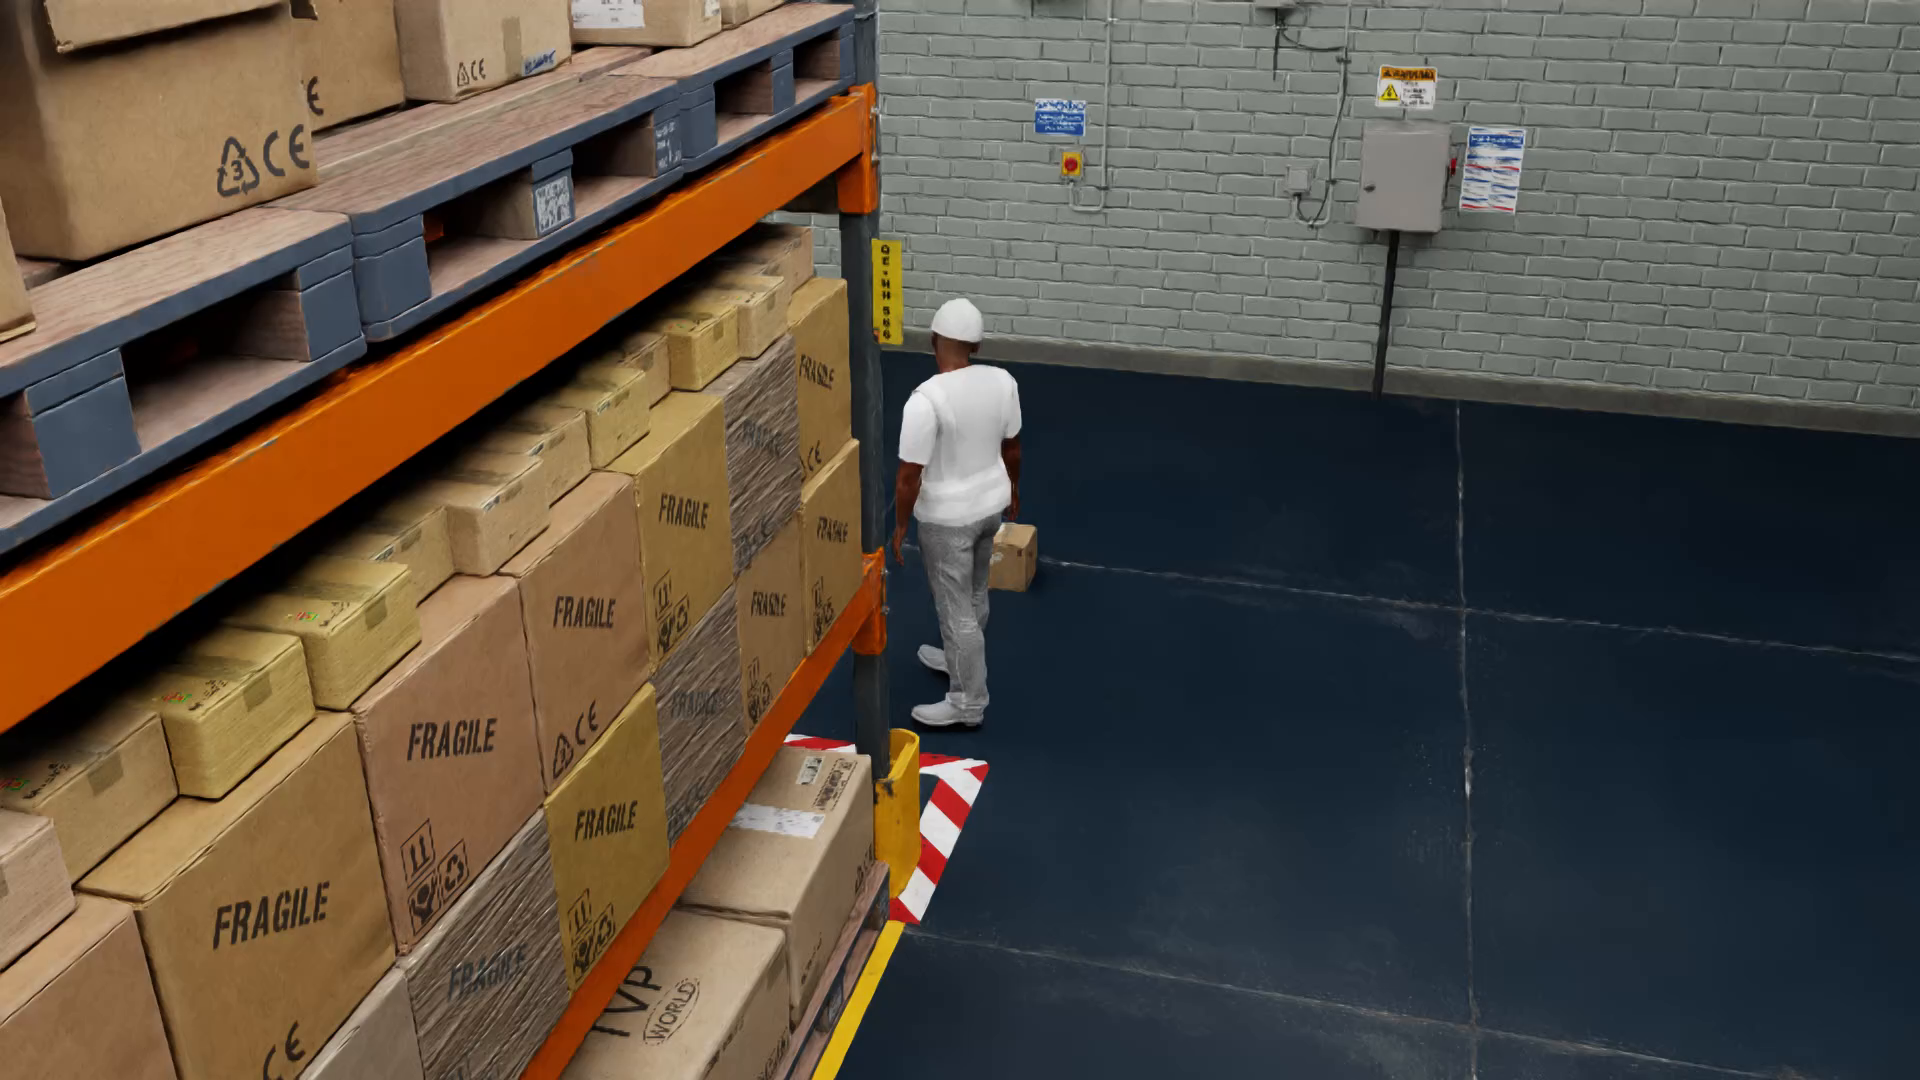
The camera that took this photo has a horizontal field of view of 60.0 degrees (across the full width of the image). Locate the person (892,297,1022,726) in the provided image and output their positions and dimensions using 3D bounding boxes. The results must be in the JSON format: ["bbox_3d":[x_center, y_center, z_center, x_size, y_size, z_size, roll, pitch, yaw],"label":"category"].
[{"bbox_3d":[-0.028,-0.144,6.831,0.582,1.763,0.670,22,33,39],"label":"person"}]
